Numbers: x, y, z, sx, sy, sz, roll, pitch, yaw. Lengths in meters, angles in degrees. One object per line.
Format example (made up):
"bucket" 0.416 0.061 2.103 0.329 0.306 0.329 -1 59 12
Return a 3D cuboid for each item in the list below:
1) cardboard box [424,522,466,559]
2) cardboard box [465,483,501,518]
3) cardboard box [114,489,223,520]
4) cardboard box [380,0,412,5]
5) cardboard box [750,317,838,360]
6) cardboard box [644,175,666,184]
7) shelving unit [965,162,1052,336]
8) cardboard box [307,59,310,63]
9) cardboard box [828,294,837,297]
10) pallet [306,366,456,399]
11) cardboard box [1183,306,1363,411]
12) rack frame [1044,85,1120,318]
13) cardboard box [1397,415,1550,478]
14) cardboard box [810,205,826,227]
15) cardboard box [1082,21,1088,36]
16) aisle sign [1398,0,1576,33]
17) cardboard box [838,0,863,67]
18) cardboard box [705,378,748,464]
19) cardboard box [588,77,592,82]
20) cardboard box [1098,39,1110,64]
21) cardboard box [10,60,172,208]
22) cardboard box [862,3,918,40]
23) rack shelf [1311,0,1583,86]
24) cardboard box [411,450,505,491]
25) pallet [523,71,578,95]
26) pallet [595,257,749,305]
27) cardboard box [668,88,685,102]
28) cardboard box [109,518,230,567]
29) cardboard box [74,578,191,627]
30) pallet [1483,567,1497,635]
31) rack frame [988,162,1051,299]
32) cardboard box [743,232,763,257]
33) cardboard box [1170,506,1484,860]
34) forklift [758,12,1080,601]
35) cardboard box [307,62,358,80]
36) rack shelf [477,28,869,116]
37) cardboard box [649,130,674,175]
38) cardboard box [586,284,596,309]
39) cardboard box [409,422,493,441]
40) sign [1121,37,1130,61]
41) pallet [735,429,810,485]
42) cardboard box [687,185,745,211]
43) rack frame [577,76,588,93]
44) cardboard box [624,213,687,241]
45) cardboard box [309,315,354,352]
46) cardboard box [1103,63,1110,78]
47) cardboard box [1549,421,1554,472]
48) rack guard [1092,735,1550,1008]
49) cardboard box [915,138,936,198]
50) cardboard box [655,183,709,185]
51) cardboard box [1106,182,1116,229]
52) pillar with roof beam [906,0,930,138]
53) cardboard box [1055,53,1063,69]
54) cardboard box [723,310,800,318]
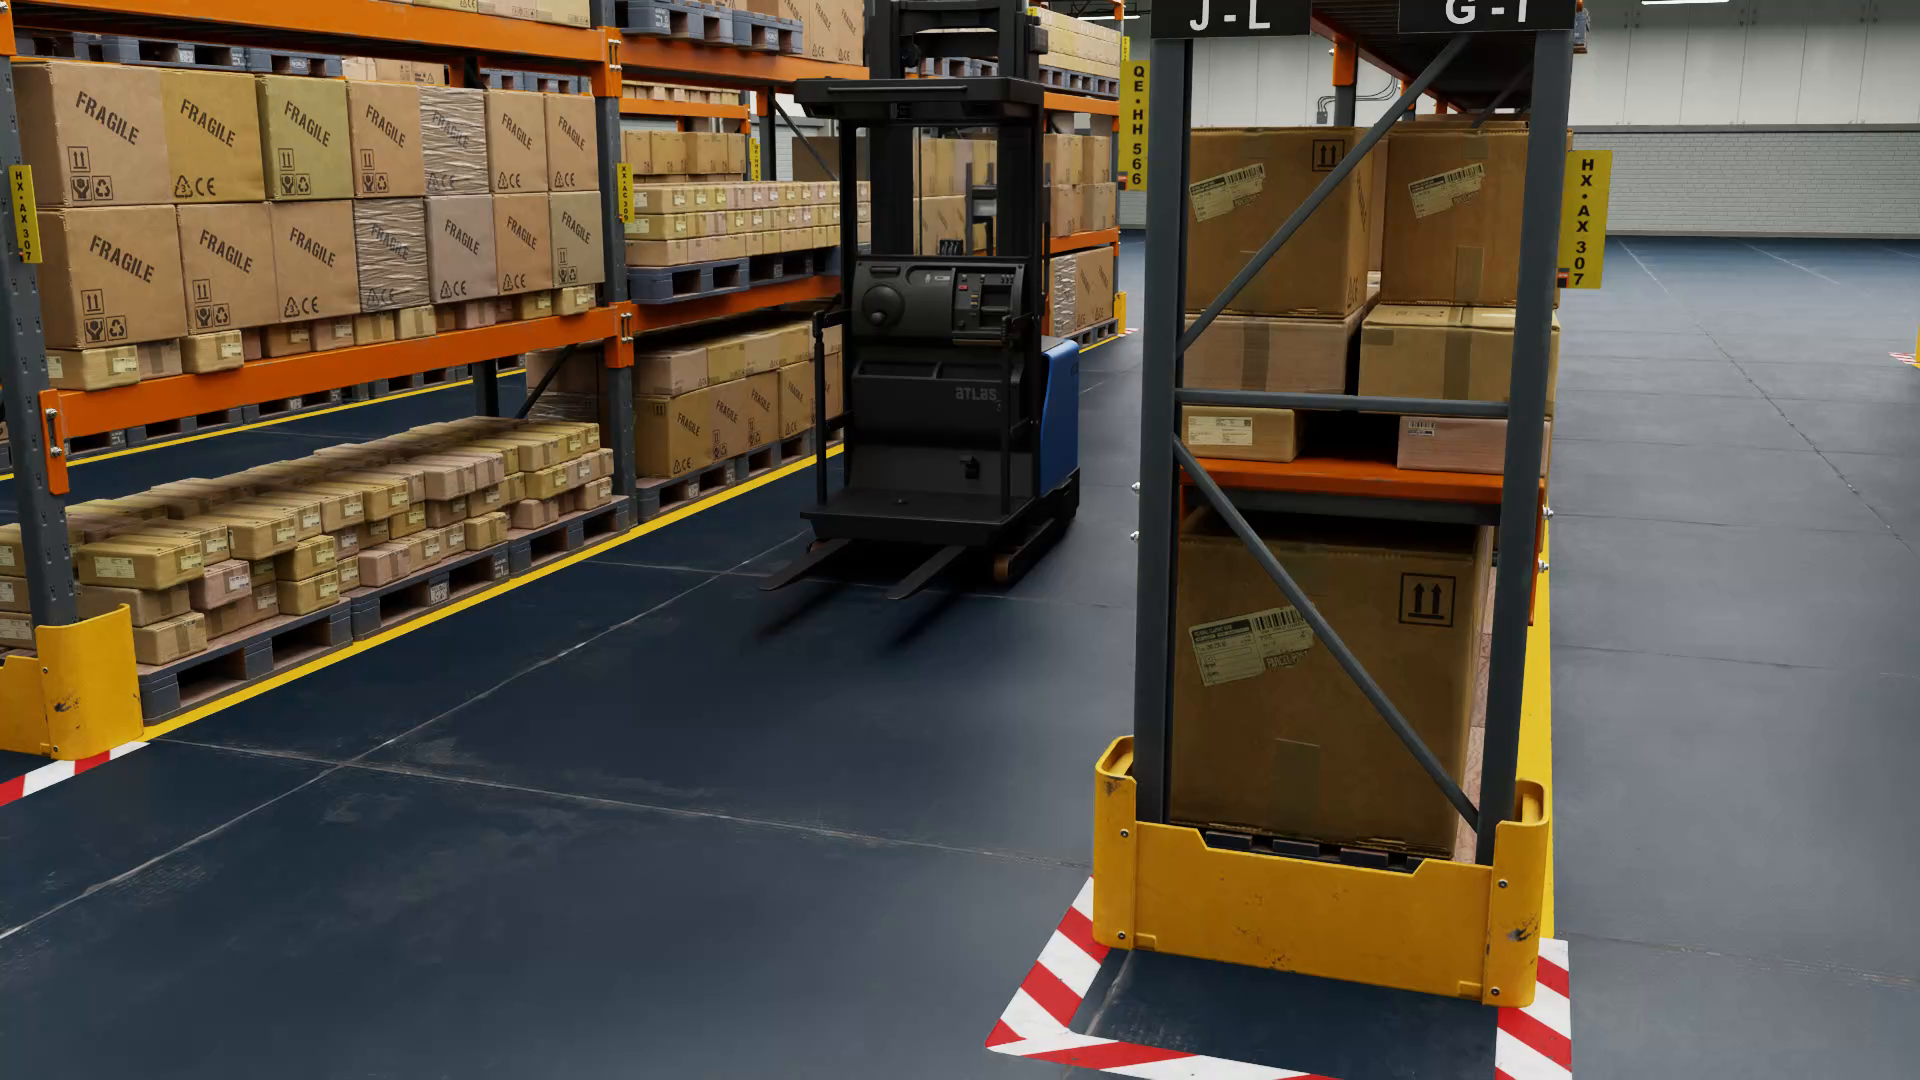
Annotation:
"cardboard box" -2.685 -0.006 8.234 0.380 0.149 0.250 5 14 19
"cardboard box" -2.583 -0.220 8.506 0.380 0.149 0.250 5 14 20
"cardboard box" -3.517 -0.121 7.401 0.380 0.149 0.250 4 13 16
"cardboard box" -2.799 -2.517 7.370 0.500 0.250 0.500 4 14 18
"cardboard box" -1.230 -1.490 12.262 0.500 0.250 0.500 5 14 19
"cardboard box" -3.805 -4.064 19.659 0.500 0.500 0.500 4 14 18
"shelving unit" 0.300 -1.271 10.338 0.431 2.100 0.503 4 13 16
"cardboard box" -8.494 -6.111 21.378 0.797 0.503 0.637 5 14 20
"cardboard box" -0.542 -1.822 14.842 1.050 0.750 0.750 5 14 19
"pallet" -5.566 -1.548 15.796 1.003 0.211 1.213 4 14 18
"cardboard box" 0.874 -0.538 4.774 0.500 0.250 0.500 4 13 17
"rack frame" 1.485 -4.092 20.677 1.000 3.000 0.127 4 14 18
"cardboard box" 1.396 -0.274 4.511 0.380 0.149 0.250 5 14 19
"cardboard box" -1.164 -2.282 11.696 0.380 0.149 0.250 4 14 18
"cardboard box" 1.204 -5.658 18.400 0.380 0.149 0.250 4 14 19
"aisle sign" 1.229 -1.576 3.809 0.394 0.787 0.004 4 14 18
"cardboard box" -1.048 -3.781 12.345 0.500 0.500 0.500 4 14 18
"cardboard box" -1.738 -0.800 10.925 0.500 0.500 0.500 5 14 21
"cardboard box" -4.124 -5.193 18.425 0.500 0.250 0.500 4 13 17
"cardboard box" 1.428 -5.652 19.268 0.500 0.250 0.500 4 14 19
"cardboard box" -3.296 -1.480 6.092 0.500 0.500 0.500 4 14 18
"cardboard box" -0.661 -4.217 13.514 0.500 0.311 0.500 4 14 18
"rack shelf" 1.616 -1.878 5.851 1.077 0.370 4.000 4 14 18
"cardboard box" -2.544 -0.355 8.427 0.380 0.149 0.250 4 13 16
"pallet" -4.826 -4.834 17.607 1.213 0.211 1.003 4 14 18
"pallet" -2.013 -1.623 10.288 1.003 0.211 1.213 4 14 18
"cardboard box" -3.537 -5.346 19.991 0.380 0.149 0.250 4 14 18
"cardboard box" -3.226 0.019 6.790 0.380 0.149 0.250 5 14 19
"cardboard box" -3.280 0.225 6.557 0.380 0.149 0.250 5 14 21
"pallet" 1.943 0.327 7.583 1.003 0.211 1.213 4 14 18
"rack frame" 0.368 -1.323 10.567 0.400 2.100 0.015 4 13 16
"cardboard box" -1.502 -1.915 10.760 0.380 0.149 0.250 4 13 16
"cardboard box" 1.100 0.345 5.065 0.875 0.875 0.875 4 14 18
"forklift" -0.174 -1.263 8.578 1.129 2.867 3.031 4 13 16
"cardboard box" -5.557 -4.137 14.697 0.380 0.149 0.250 4 14 18
"rack shelf" -1.751 -3.099 11.199 1.077 0.370 4.000 4 14 18
"cardboard box" -3.804 -4.553 19.556 0.700 0.500 0.500 4 13 17
"cardboard box" -2.269 -1.366 9.298 0.380 0.149 0.250 4 14 18
"cardboard box" -2.850 -0.559 9.324 0.380 0.149 0.250 5 14 21
"sign" 1.994 -5.906 20.070 0.100 0.325 0.005 4 14 18
"pallet" -1.754 -0.628 11.765 1.003 0.211 1.213 4 14 18
"cardboard box" -1.582 -2.153 10.465 0.380 0.149 0.250 4 14 18
"rack frame" -4.526 -3.585 18.455 1.000 3.000 0.127 4 14 18
"cardboard box" -1.835 -1.843 9.774 0.380 0.149 0.250 5 14 19
"cardboard box" -2.924 -0.925 7.363 0.380 0.149 0.250 4 13 17
"cardboard box" 1.533 -5.484 19.431 0.380 0.149 0.250 5 14 19
"cardboard box" 2.739 -0.681 9.560 1.225 0.875 0.875 4 13 16
"rack guard" 0.961 0.878 4.516 1.175 0.500 0.348 4 14 18
"cardboard box" -0.623 -3.253 14.527 0.700 0.500 0.500 4 13 18
"cardboard box" -1.944 -2.368 11.405 0.380 0.149 0.250 4 14 18
"cardboard box" 1.408 -4.084 20.304 0.875 0.550 0.550 4 14 18
"pillar with roof beam" 2.831 -12.370 43.464 9.100 9.000 0.548 4 14 18
"cardboard box" 0.875 -5.056 17.552 0.380 0.149 0.250 4 13 18
"cardboard box" -1.556 -1.632 12.885 0.500 0.250 0.500 4 13 16
